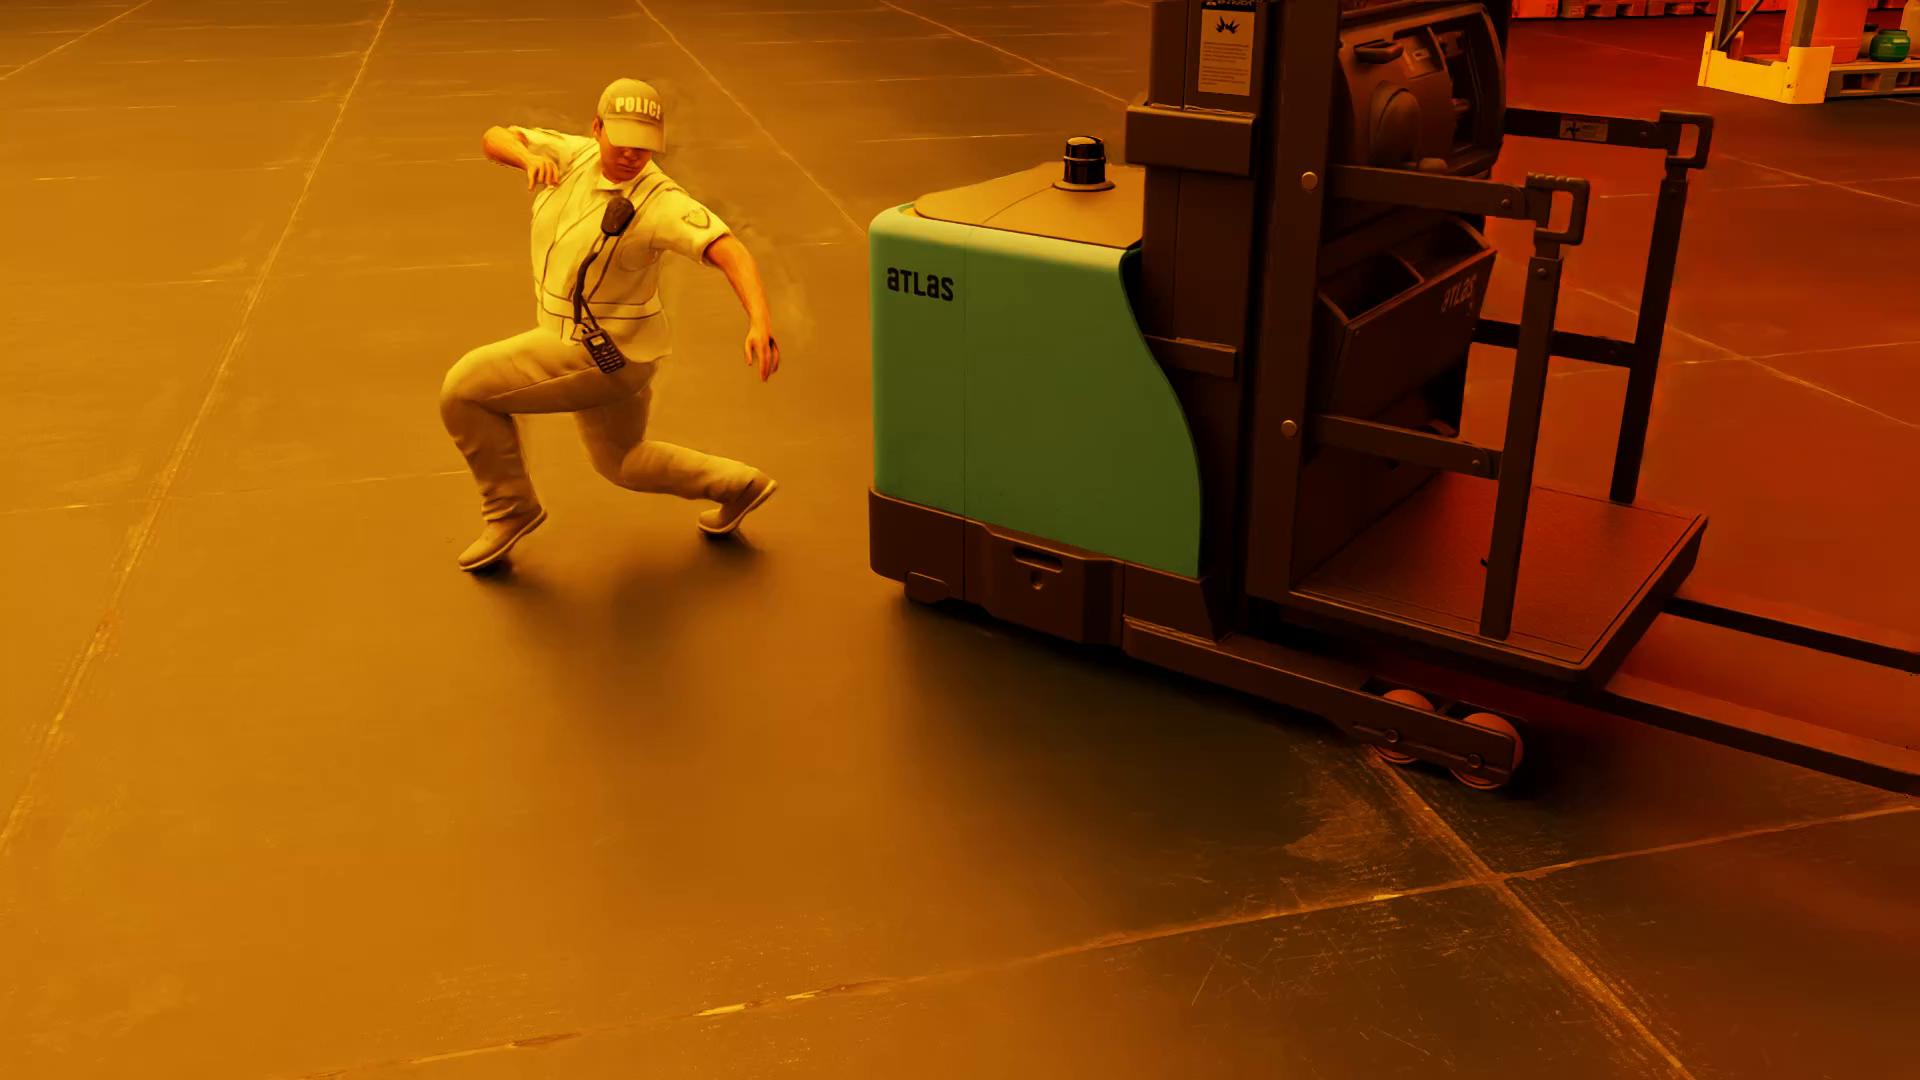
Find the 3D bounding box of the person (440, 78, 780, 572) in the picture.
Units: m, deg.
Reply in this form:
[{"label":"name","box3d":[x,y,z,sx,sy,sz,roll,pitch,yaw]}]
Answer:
[{"label":"person","box3d":[-0.962,-0.545,4.587,0.944,1.382,0.853,-8,24,-18]}]

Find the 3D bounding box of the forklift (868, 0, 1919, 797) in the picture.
[{"label":"forklift","box3d":[1.240,-1.025,3.720,3.031,2.935,1.130,16,28,32]}]
